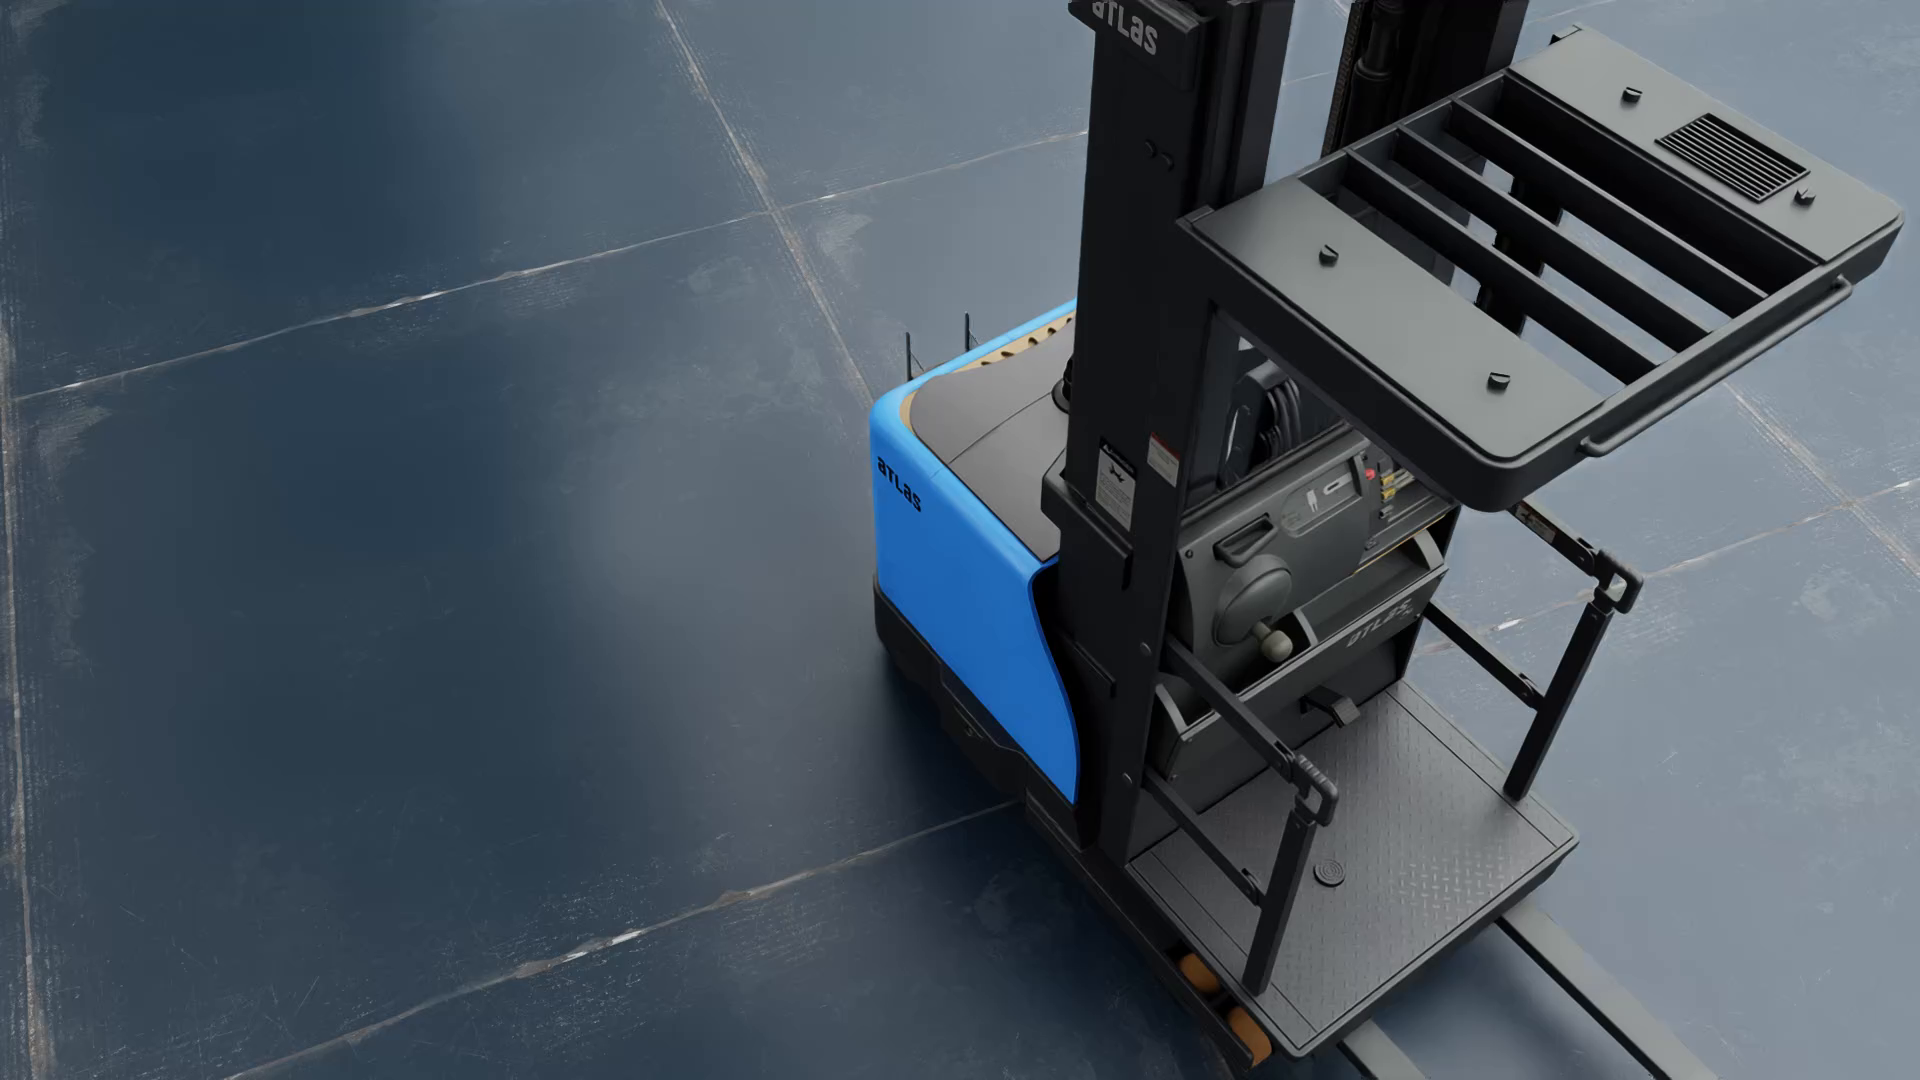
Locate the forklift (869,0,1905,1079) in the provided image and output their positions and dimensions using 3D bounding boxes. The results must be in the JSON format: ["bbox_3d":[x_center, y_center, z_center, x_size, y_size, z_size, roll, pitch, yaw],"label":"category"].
[{"bbox_3d":[1.000,0.046,3.778,1.130,2.935,3.031,-29,55,-23],"label":"forklift"}]

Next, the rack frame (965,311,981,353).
[{"bbox_3d":[0.070,-0.336,5.445,0.006,0.900,0.240,-20,52,-17],"label":"rack frame"}]

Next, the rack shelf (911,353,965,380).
[{"bbox_3d":[-0.021,-0.456,5.236,0.200,0.077,0.258,-20,52,-17],"label":"rack shelf"}]

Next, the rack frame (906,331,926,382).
[{"bbox_3d":[-0.112,-0.268,5.387,0.006,0.900,0.240,-20,52,-17],"label":"rack frame"}]

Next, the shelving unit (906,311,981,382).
[{"bbox_3d":[-0.021,-0.302,5.416,0.210,0.900,0.258,-20,52,-17],"label":"shelving unit"}]
